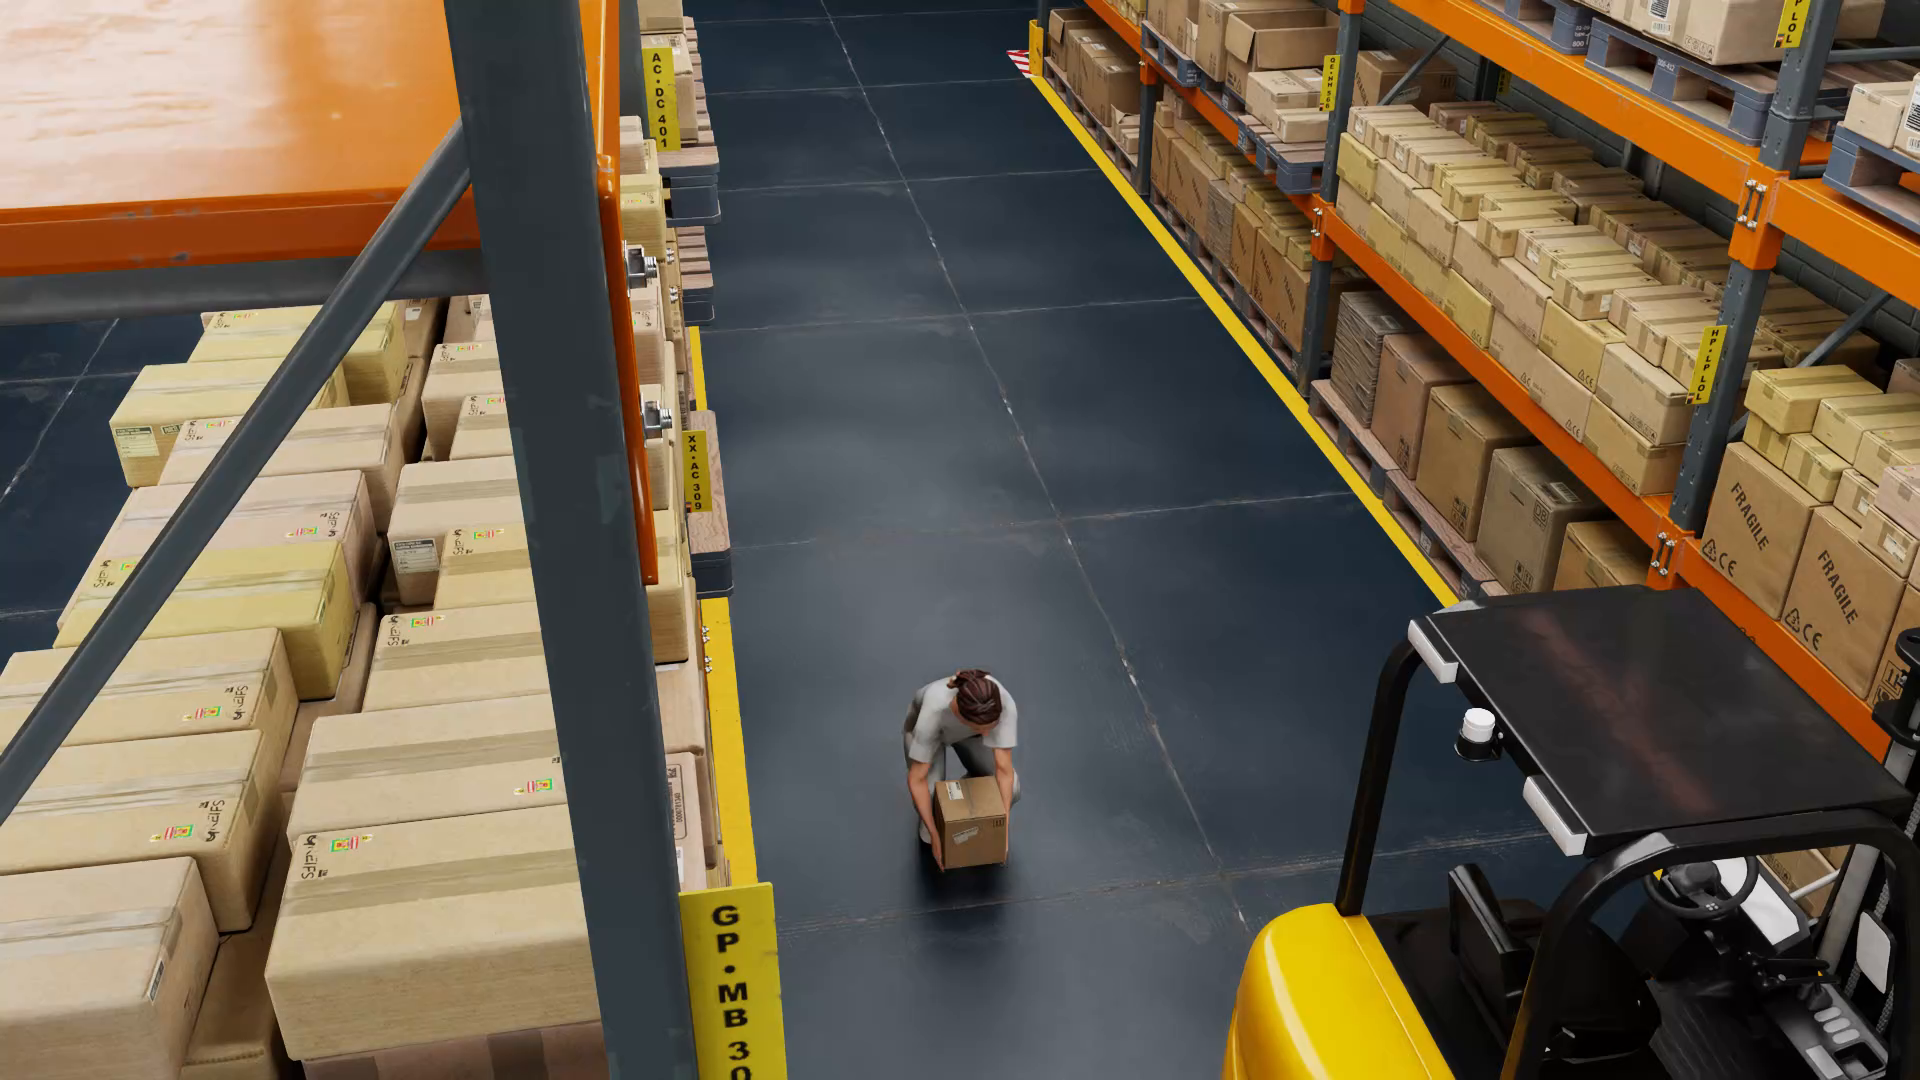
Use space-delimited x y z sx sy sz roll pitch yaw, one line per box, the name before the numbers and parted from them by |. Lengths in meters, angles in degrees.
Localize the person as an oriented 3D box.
person | -0.005 0.861 6.907 0.482 0.950 0.782 -6 31 -9
